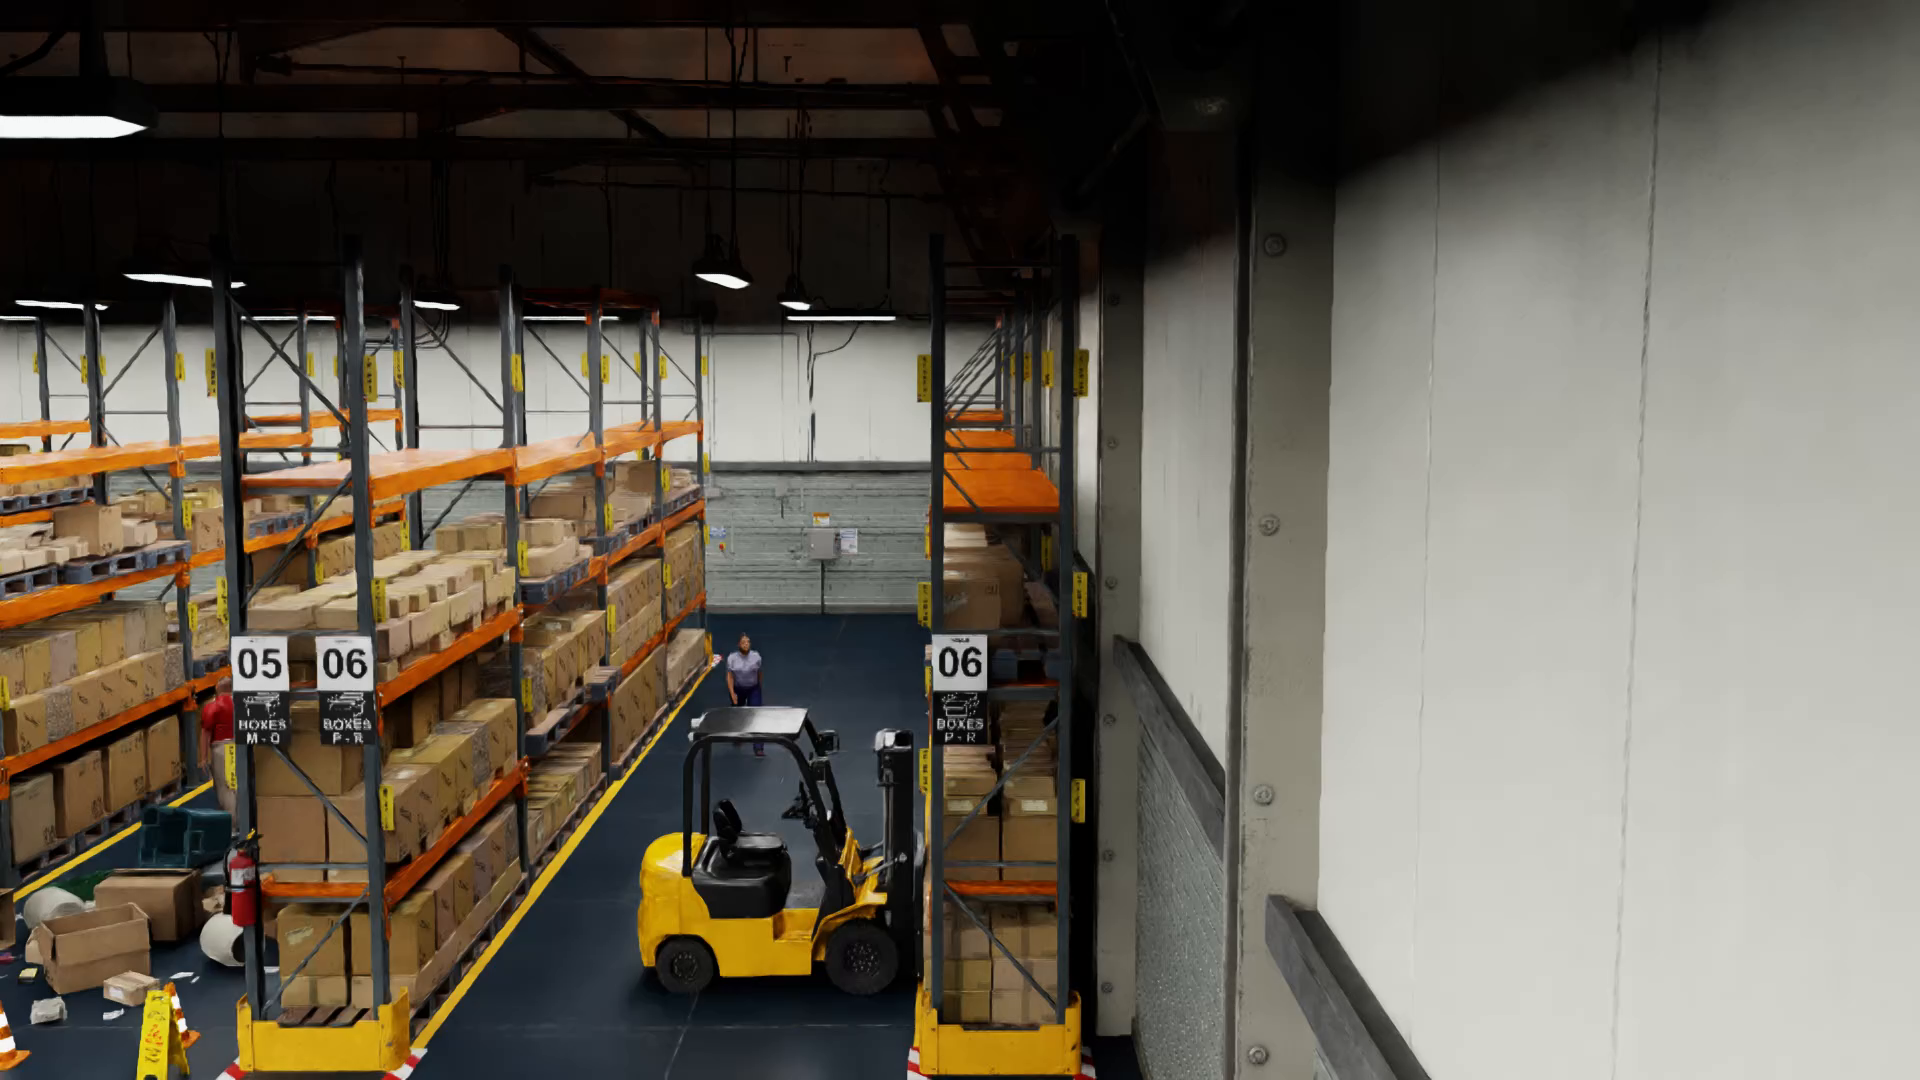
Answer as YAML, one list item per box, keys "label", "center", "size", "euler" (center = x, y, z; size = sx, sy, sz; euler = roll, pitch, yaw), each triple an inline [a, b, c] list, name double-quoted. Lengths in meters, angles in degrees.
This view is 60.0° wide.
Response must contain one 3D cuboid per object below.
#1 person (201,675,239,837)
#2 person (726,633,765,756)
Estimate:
- label: "person"
  center: [-7.931, 2.312, 17.990]
  size: [0.584, 1.723, 0.654]
  euler: [4, 7, 31]
- label: "person"
  center: [-2.802, 1.989, 21.634]
  size: [0.478, 1.567, 1.000]
  euler: [-1, 6, -9]
